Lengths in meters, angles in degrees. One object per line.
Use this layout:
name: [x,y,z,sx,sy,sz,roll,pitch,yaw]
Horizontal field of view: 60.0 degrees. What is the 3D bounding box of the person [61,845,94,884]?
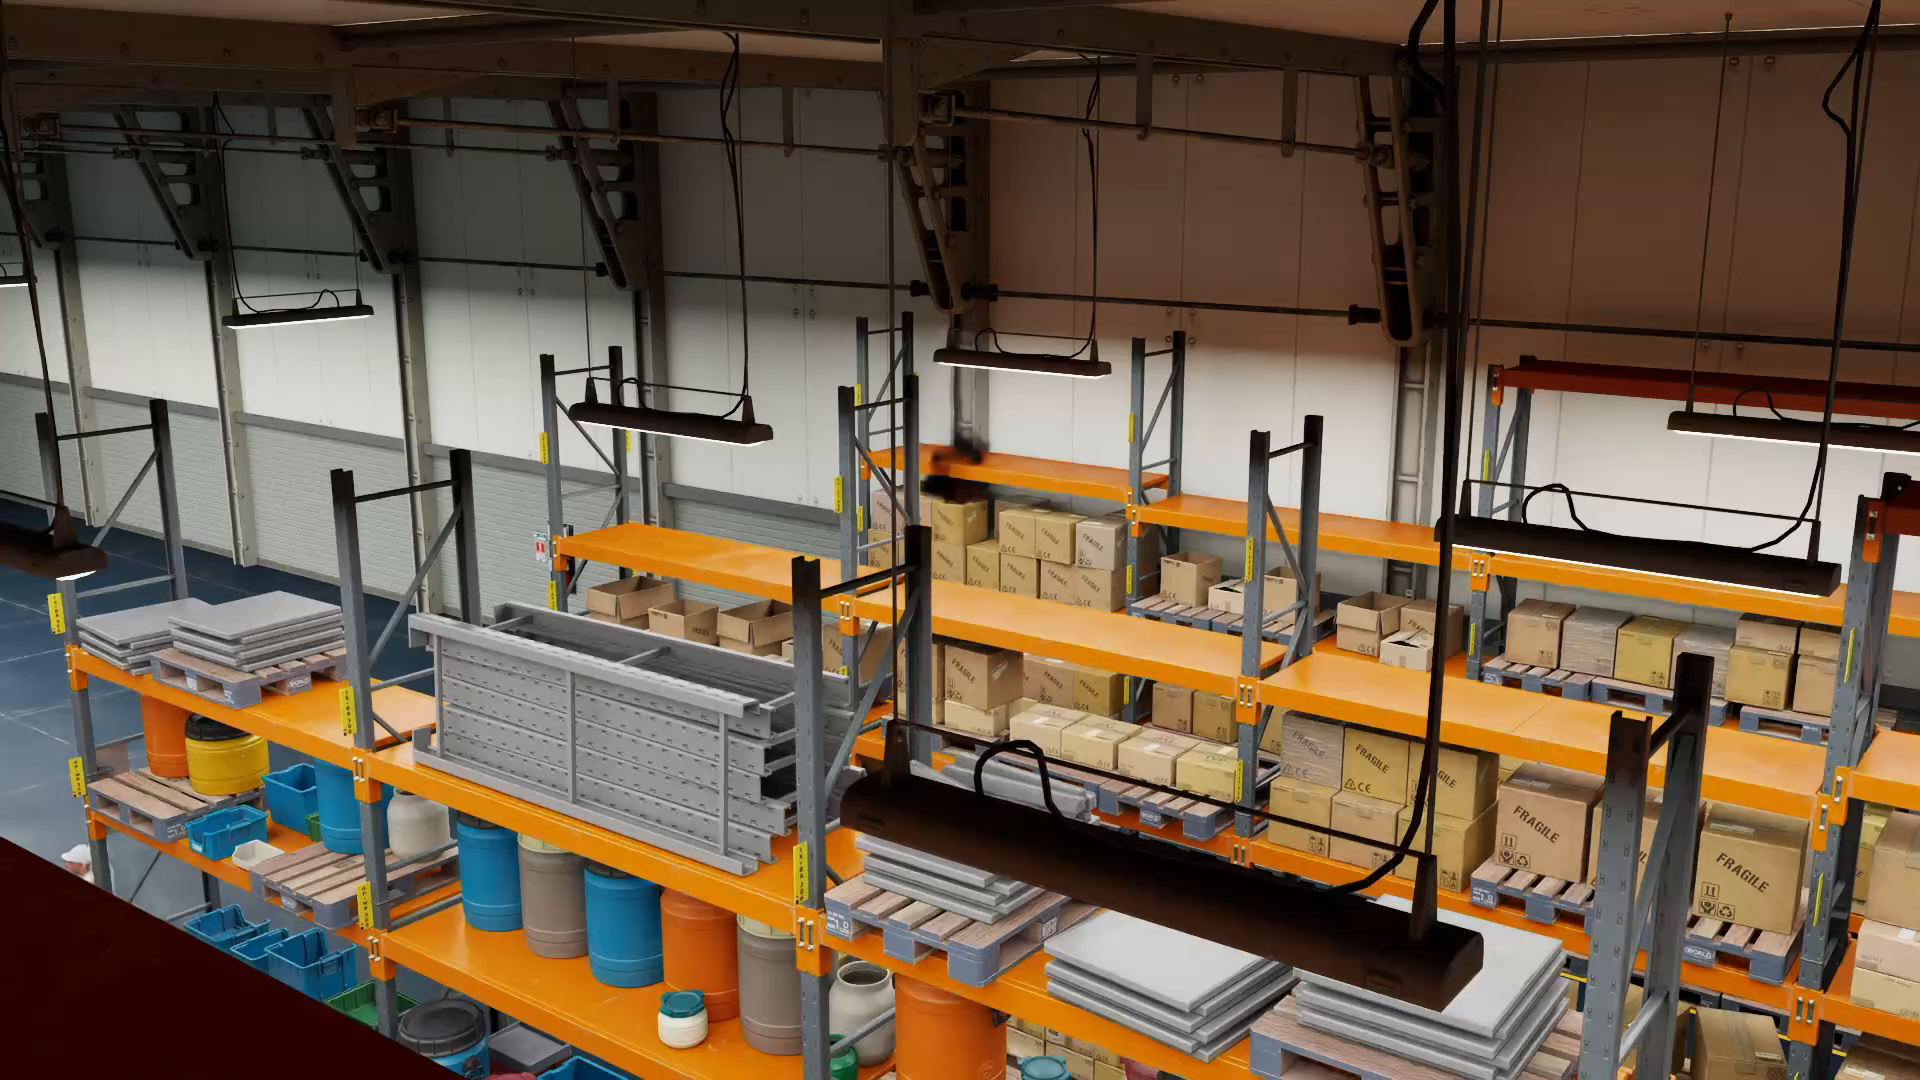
person: [-8.151,3.657,15.526,0.964,1.763,0.714,-4,14,-18]
